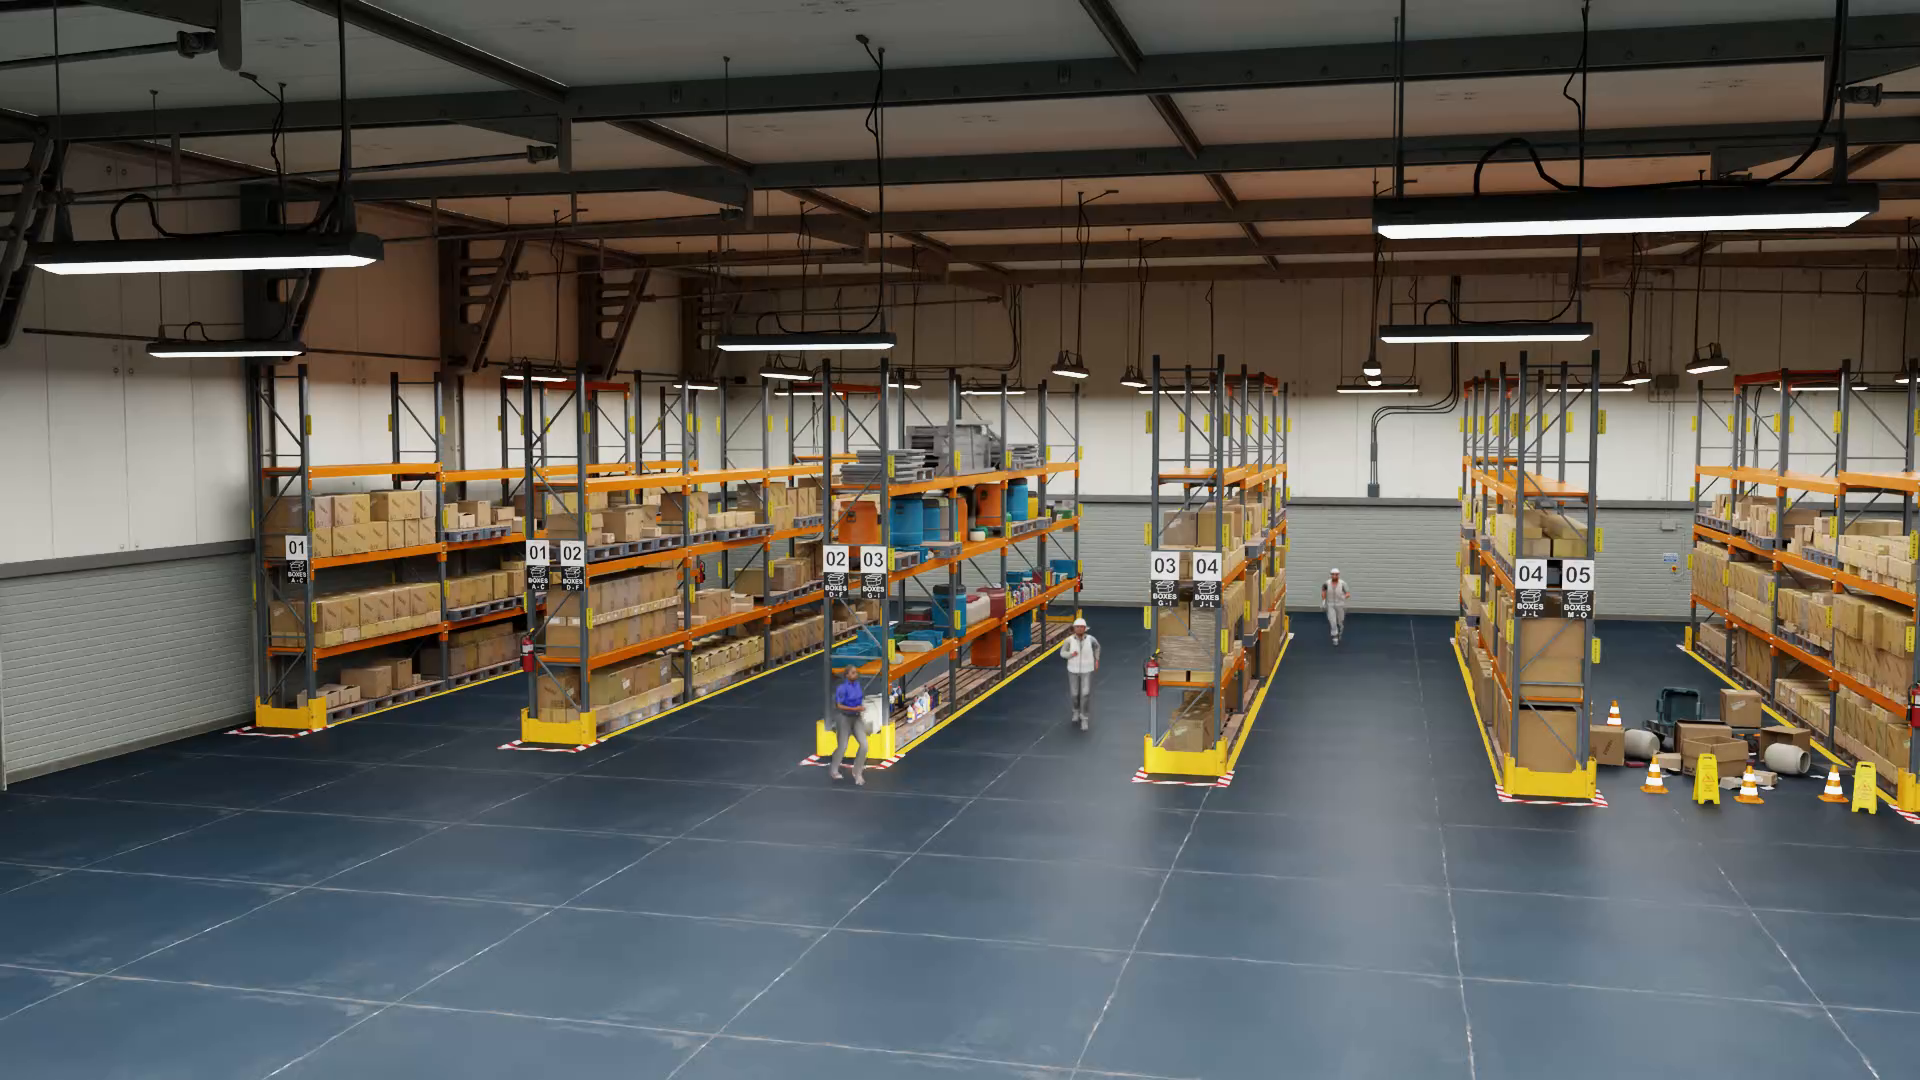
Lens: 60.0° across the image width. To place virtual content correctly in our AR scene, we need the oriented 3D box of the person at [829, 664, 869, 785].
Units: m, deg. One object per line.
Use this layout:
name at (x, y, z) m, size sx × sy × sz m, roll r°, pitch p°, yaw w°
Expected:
person at (-1.528, 2.590, 23.240) m, size 0.585 × 1.724 × 0.746 m, roll -4°, pitch 6°, yaw -45°

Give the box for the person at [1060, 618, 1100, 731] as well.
person at (1.990, 2.202, 27.613) m, size 0.658 × 1.829 × 0.828 m, roll 0°, pitch 4°, yaw 7°

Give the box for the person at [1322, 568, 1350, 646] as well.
person at (8.564, 1.516, 37.896) m, size 0.642 × 1.768 × 0.861 m, roll 1°, pitch 4°, yaw 14°
